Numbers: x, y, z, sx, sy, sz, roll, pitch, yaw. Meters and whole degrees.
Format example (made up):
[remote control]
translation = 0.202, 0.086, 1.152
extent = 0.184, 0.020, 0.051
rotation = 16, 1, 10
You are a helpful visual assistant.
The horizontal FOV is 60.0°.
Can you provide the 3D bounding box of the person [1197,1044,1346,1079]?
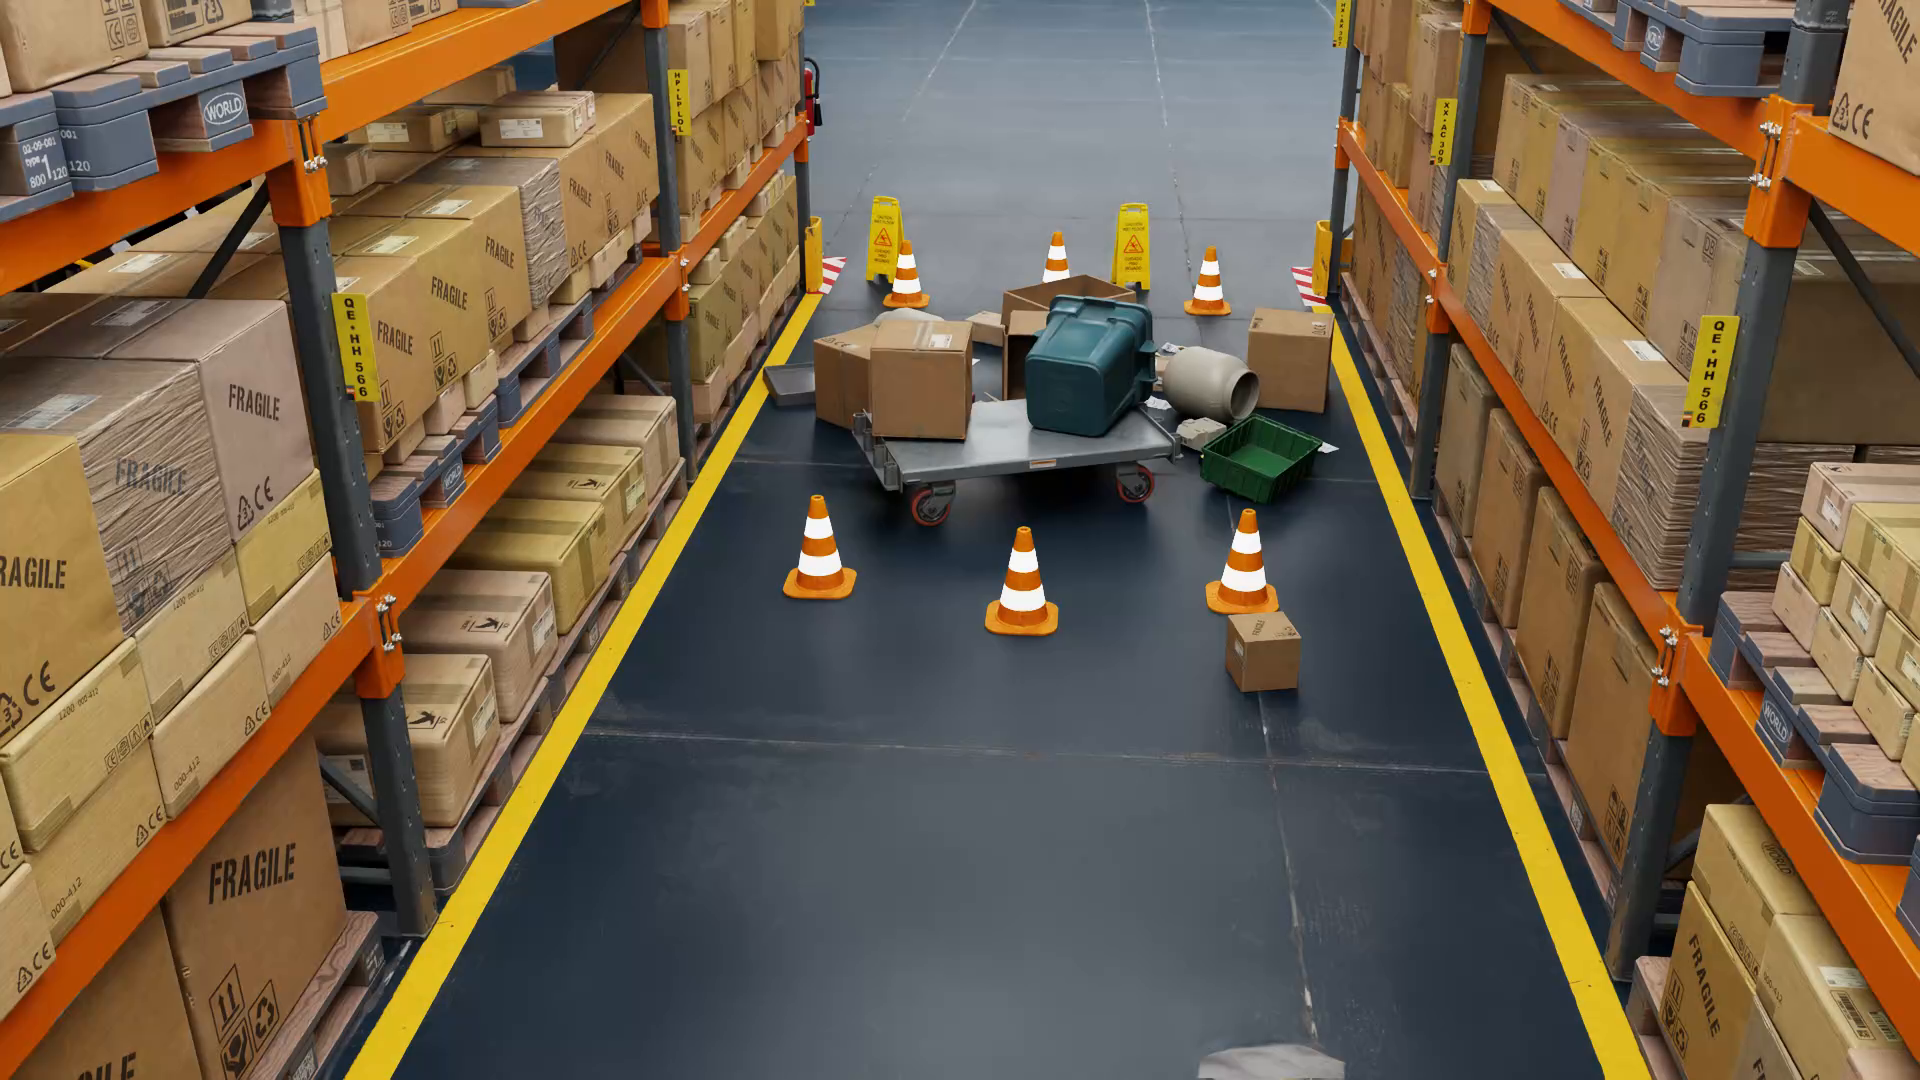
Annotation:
[person]
translation = 0.525, 1.624, 2.982
extent = 0.497, 1.683, 0.454
rotation = 2, 25, 5
